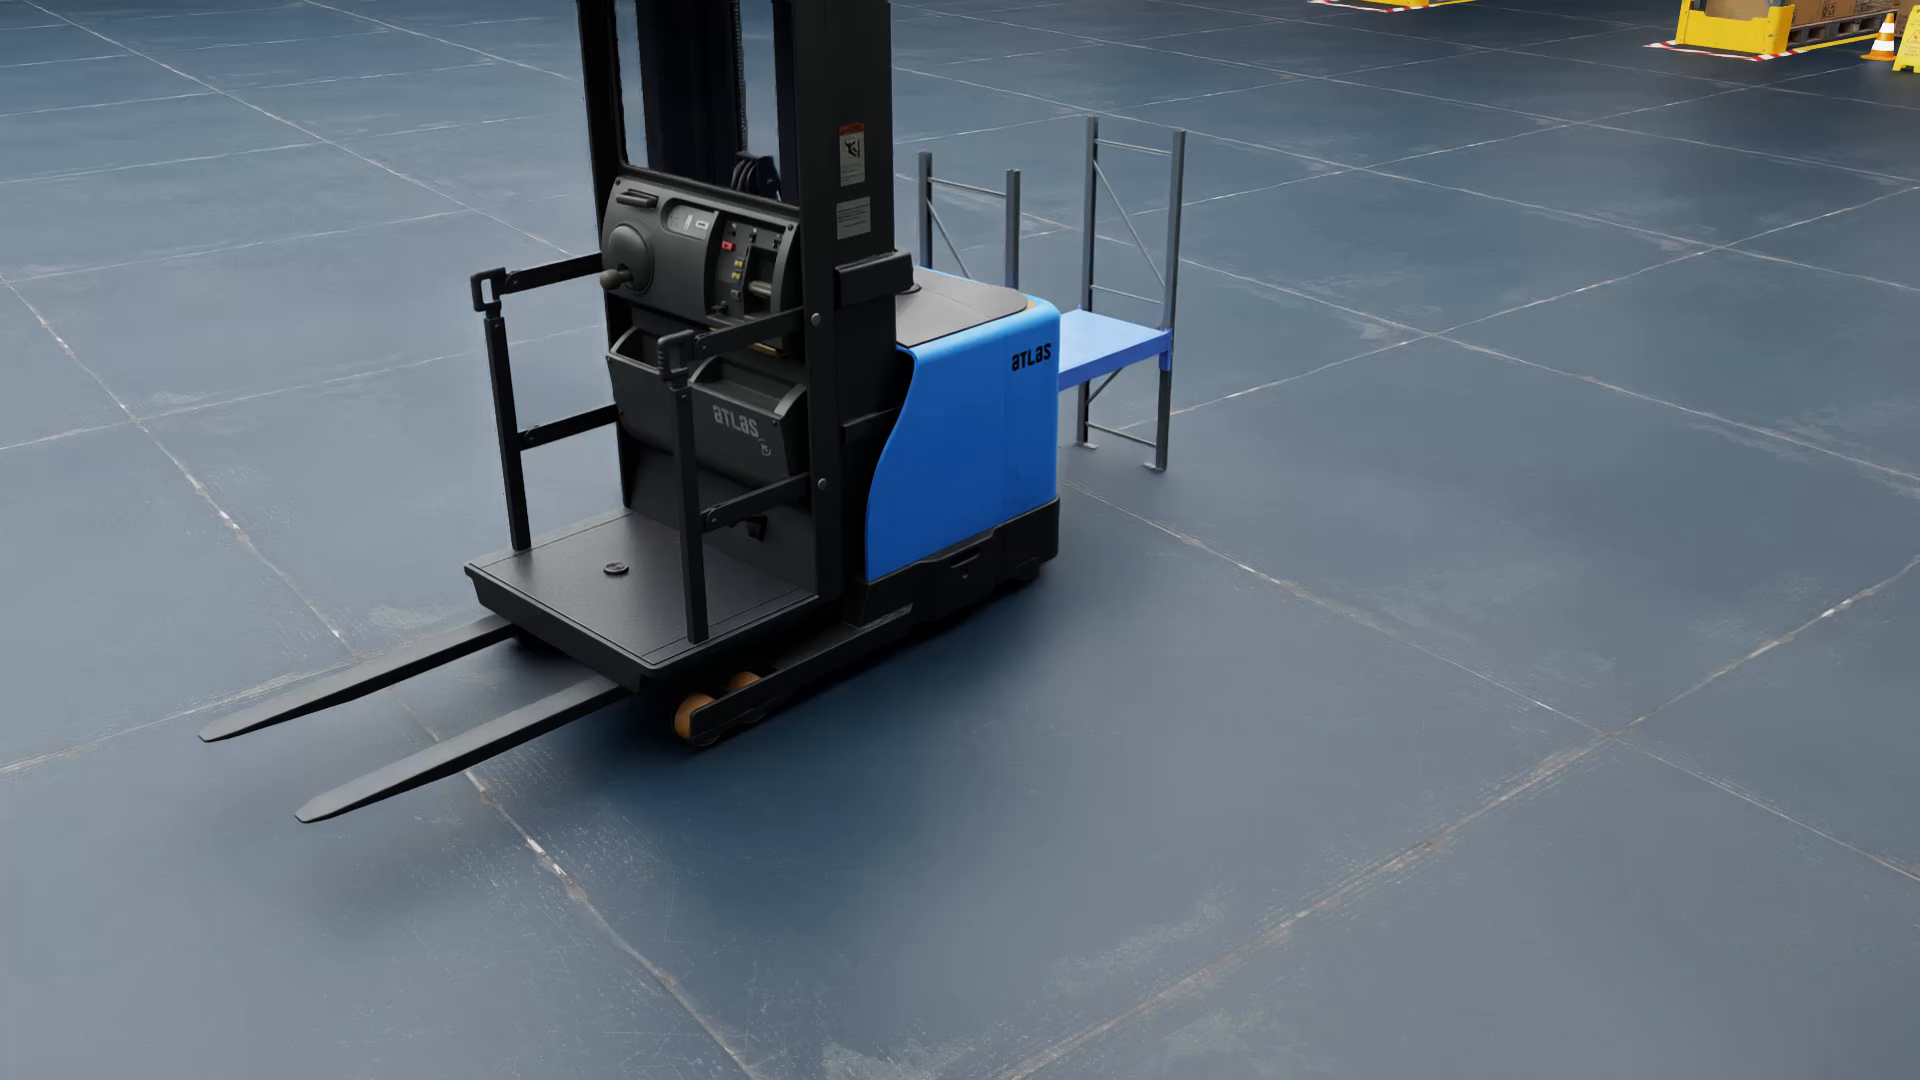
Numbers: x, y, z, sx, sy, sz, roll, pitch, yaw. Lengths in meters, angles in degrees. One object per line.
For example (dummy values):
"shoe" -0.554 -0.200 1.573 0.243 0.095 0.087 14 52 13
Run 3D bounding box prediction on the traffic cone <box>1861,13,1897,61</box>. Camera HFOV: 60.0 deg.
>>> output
"traffic cone" 9.948 -5.415 17.867 0.334 0.463 0.336 -18 31 -34

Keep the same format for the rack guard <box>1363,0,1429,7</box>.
"rack guard" 5.732 -7.453 22.215 0.348 0.500 1.175 -18 31 -34

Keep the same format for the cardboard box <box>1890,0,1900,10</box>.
"cardboard box" 11.263 -7.023 20.345 0.875 0.875 0.875 -18 30 -33

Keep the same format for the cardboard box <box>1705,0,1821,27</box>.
"cardboard box" 9.146 -6.322 18.835 0.875 0.875 0.875 -18 30 -34

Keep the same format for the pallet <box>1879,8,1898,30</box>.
"pallet" 11.154 -6.500 20.505 1.213 0.211 1.003 -18 31 -34

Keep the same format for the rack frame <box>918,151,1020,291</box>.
"rack frame" 0.031 -0.749 6.583 0.500 1.500 0.032 22 33 39

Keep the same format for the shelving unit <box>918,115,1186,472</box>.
"shelving unit" 0.381 -0.904 6.917 0.538 1.500 1.048 22 33 39

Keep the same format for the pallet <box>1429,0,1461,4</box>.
"pallet" 6.393 -7.521 22.705 1.213 0.211 1.003 -18 31 -34

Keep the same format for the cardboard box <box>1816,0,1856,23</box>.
"cardboard box" 9.837 -6.552 19.329 0.875 0.875 0.875 -19 31 -35

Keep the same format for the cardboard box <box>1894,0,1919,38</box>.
"cardboard box" 11.213 -6.061 19.213 0.500 0.500 0.500 -13 28 -25

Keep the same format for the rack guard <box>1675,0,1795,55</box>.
"rack guard" 8.635 -5.758 18.562 0.348 0.500 1.175 -18 31 -34

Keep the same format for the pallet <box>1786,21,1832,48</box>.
"pallet" 9.234 -5.866 19.140 1.213 0.211 1.003 -18 31 -34

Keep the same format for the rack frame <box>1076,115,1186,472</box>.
"rack frame" 0.731 -1.060 7.251 0.500 1.500 0.032 22 33 39

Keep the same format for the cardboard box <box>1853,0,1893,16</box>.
"cardboard box" 10.556 -6.788 19.838 0.875 0.875 0.875 -18 30 -34

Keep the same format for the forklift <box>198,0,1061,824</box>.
"forklift" -0.996 -0.912 5.233 1.130 2.935 3.031 22 33 39

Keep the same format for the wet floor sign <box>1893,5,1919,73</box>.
"wet floor sign" 9.852 -5.166 17.115 0.267 0.644 0.232 21 32 37

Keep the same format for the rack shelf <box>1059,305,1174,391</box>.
"rack shelf" 0.381 -0.741 6.993 0.538 0.185 1.000 22 33 39

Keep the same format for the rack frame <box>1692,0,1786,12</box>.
"rack frame" 8.653 -6.898 18.049 0.127 3.000 1.000 -18 31 -34

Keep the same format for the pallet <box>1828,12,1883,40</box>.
"pallet" 10.194 -6.182 19.819 1.213 0.211 1.003 -18 31 -34
